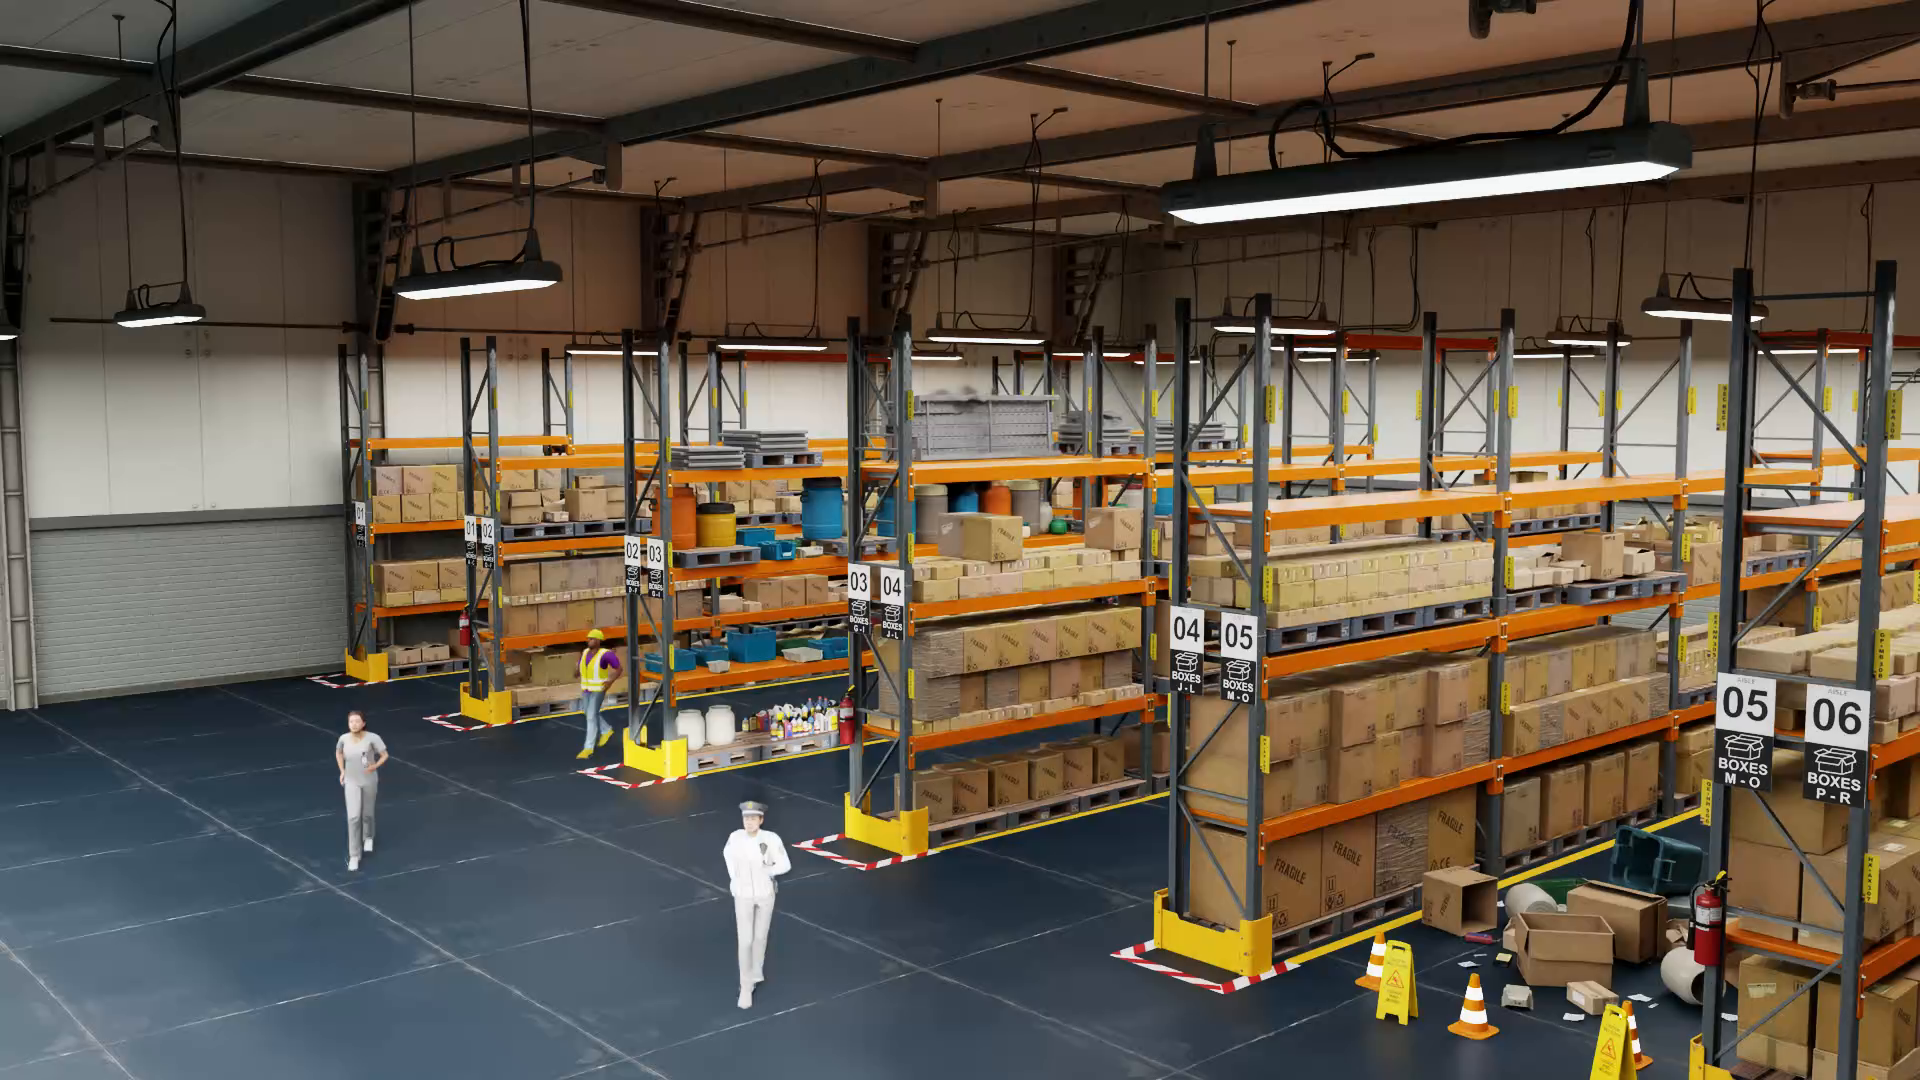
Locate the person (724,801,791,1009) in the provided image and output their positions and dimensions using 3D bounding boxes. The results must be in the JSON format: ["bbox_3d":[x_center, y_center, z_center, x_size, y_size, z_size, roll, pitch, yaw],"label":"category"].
[{"bbox_3d":[-1.731,3.068,14.189,0.580,1.761,0.736,0,5,-5],"label":"person"}]

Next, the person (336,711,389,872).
[{"bbox_3d":[-6.554,2.692,18.260,0.565,1.702,0.840,-1,5,-14],"label":"person"}]

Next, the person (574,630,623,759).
[{"bbox_3d":[-5.209,2.161,23.691,0.710,1.789,0.864,3,6,32],"label":"person"}]
